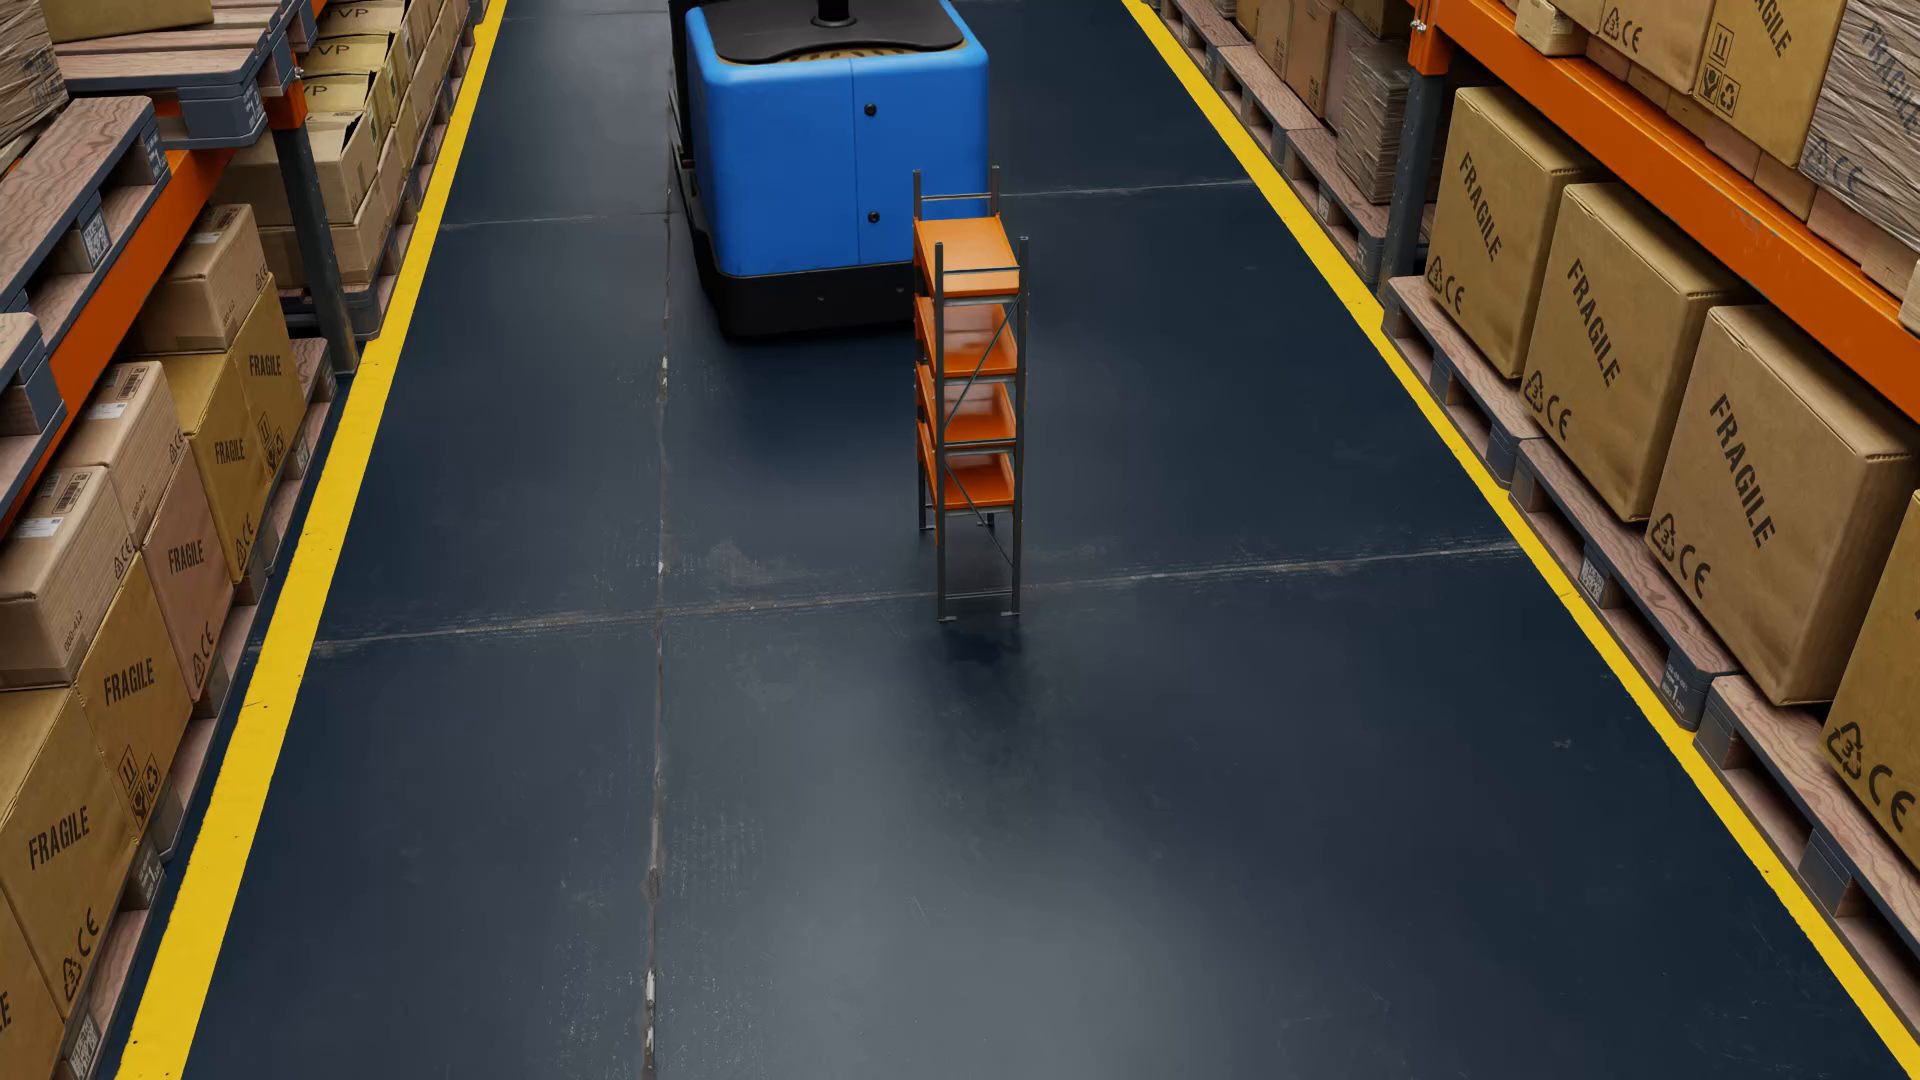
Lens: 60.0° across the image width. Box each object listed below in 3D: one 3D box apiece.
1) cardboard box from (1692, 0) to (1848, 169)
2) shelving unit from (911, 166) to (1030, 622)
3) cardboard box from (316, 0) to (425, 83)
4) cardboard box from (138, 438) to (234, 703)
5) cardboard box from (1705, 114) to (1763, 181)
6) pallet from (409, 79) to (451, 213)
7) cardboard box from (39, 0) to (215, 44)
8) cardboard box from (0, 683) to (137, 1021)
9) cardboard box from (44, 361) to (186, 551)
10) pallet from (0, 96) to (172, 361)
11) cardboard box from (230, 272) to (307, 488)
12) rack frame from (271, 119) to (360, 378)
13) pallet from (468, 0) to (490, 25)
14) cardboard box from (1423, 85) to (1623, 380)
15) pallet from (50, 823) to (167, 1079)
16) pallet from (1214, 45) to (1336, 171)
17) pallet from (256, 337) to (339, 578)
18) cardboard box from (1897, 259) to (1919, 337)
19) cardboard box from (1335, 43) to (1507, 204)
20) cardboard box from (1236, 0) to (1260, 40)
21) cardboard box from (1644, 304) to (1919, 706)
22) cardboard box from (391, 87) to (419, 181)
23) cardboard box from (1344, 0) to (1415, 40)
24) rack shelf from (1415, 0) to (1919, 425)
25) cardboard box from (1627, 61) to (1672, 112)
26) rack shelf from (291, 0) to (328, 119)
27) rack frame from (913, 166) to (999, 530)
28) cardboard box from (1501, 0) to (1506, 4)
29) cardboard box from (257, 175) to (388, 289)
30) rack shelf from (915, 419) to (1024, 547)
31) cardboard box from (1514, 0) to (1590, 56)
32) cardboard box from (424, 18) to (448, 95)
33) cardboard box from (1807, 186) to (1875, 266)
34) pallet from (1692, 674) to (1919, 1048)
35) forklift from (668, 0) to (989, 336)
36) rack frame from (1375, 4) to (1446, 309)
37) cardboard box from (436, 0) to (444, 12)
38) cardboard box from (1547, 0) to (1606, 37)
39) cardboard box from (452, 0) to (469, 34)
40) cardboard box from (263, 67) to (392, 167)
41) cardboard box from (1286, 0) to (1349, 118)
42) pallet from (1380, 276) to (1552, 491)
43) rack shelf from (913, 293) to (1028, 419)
[{"bbox_3d":[2.189,-1.238,4.033,0.500,0.500,0.500,-3,34,-5],"label":"cardboard box"},{"bbox_3d":[0.022,-0.403,4.777,0.258,1.200,0.503,-4,35,-6],"label":"shelving unit"},{"bbox_3d":[-2.730,-2.287,7.512,0.500,0.311,0.500,-5,35,-7],"label":"cardboard box"},{"bbox_3d":[-2.231,0.098,4.272,0.500,0.500,0.500,-6,35,-8],"label":"cardboard box"},{"bbox_3d":[2.204,-1.064,4.353,0.380,0.149,0.250,-4,34,-6],"label":"cardboard box"},{"bbox_3d":[-2.969,-1.828,7.745,1.003,0.211,1.213,-4,35,-6],"label":"pallet"},{"bbox_3d":[-2.540,-1.711,4.635,0.700,0.500,0.500,-16,37,-22],"label":"cardboard box"},{"bbox_3d":[-2.104,0.659,3.448,0.500,0.500,0.500,-4,34,-6],"label":"cardboard box"},{"bbox_3d":[-2.224,-0.192,4.031,0.500,0.250,0.500,-5,35,-7],"label":"cardboard box"},{"bbox_3d":[-2.470,-0.675,3.747,1.003,0.211,1.213,-4,35,-6],"label":"pallet"},{"bbox_3d":[-2.377,-0.484,5.125,0.500,0.500,0.500,-3,34,-5],"label":"cardboard box"},{"bbox_3d":[-2.736,-1.839,5.285,1.000,3.000,0.127,-4,35,-6],"label":"rack frame"},{"bbox_3d":[-3.339,-3.366,10.001,1.003,0.211,1.213,-4,35,-6],"label":"pallet"},{"bbox_3d":[2.141,-1.081,5.709,0.750,0.750,0.750,-5,35,-7],"label":"cardboard box"},{"bbox_3d":[-2.345,1.095,3.457,1.003,0.211,1.213,-4,35,-6],"label":"pallet"},{"bbox_3d":[1.908,-2.179,8.260,1.003,0.211,1.213,-4,35,-6],"label":"pallet"},{"bbox_3d":[-2.673,-0.267,5.454,1.003,0.211,1.213,-4,35,-6],"label":"pallet"},{"bbox_3d":[2.243,-0.486,3.504,0.380,0.149,0.250,-4,35,-6],"label":"cardboard box"},{"bbox_3d":[2.024,-1.763,7.002,0.700,0.500,0.500,-4,34,-6],"label":"cardboard box"},{"bbox_3d":[1.869,-2.903,8.675,0.700,0.500,0.500,-5,35,-7],"label":"cardboard box"},{"bbox_3d":[2.372,-0.118,4.295,0.750,0.750,0.750,-3,34,-5],"label":"cardboard box"},{"bbox_3d":[-2.660,-1.761,7.239,0.500,0.250,0.500,-5,35,-8],"label":"cardboard box"},{"bbox_3d":[2.009,-2.396,7.265,0.500,0.250,0.500,-4,34,-5],"label":"cardboard box"},{"bbox_3d":[2.441,-0.803,4.403,1.077,0.370,4.000,-4,35,-6],"label":"rack shelf"},{"bbox_3d":[2.164,-1.348,4.770,0.380,0.149,0.250,-4,34,-5],"label":"cardboard box"},{"bbox_3d":[-3.005,-2.658,7.125,1.077,0.370,4.000,-4,35,-6],"label":"rack shelf"},{"bbox_3d":[-0.011,-0.540,4.976,0.240,1.200,0.015,-4,35,-6],"label":"rack frame"},{"bbox_3d":[1.987,-1.919,5.608,0.380,0.149,0.250,-5,35,-7],"label":"cardboard box"},{"bbox_3d":[-2.515,-1.191,6.402,0.500,0.250,0.500,-4,35,-7],"label":"cardboard box"},{"bbox_3d":[0.022,-0.184,4.926,0.258,0.148,0.480,-4,35,-6],"label":"rack shelf"},{"bbox_3d":[1.964,-1.623,5.174,0.380,0.149,0.250,-3,34,-5],"label":"cardboard box"},{"bbox_3d":[-2.795,-2.331,8.076,0.500,0.250,0.500,-4,34,-5],"label":"cardboard box"},{"bbox_3d":[2.257,-0.768,3.919,0.380,0.149,0.250,-5,35,-8],"label":"cardboard box"},{"bbox_3d":[2.532,0.743,3.972,1.003,0.211,1.213,-4,35,-6],"label":"pallet"},{"bbox_3d":[-0.708,-2.803,6.760,1.130,2.935,3.031,-7,35,-11],"label":"forklift"},{"bbox_3d":[2.172,-2.216,5.838,1.000,3.000,0.127,-4,35,-6],"label":"rack frame"},{"bbox_3d":[-2.859,-2.846,8.333,0.500,0.311,0.500,-3,34,-5],"label":"cardboard box"},{"bbox_3d":[2.045,-1.805,4.865,0.500,0.500,0.500,-3,34,-5],"label":"cardboard box"},{"bbox_3d":[-2.931,-2.899,8.909,0.500,0.250,0.500,-5,35,-7],"label":"cardboard box"},{"bbox_3d":[-2.594,-1.715,6.674,0.500,0.311,0.500,-5,35,-8],"label":"cardboard box"},{"bbox_3d":[1.975,-2.334,7.841,0.700,0.500,0.500,-5,35,-7],"label":"cardboard box"},{"bbox_3d":[2.204,-0.618,5.970,1.003,0.211,1.213,-4,35,-6],"label":"pallet"},{"bbox_3d":[0.022,-0.533,4.688,0.258,0.148,0.480,-4,35,-6],"label":"rack shelf"}]
